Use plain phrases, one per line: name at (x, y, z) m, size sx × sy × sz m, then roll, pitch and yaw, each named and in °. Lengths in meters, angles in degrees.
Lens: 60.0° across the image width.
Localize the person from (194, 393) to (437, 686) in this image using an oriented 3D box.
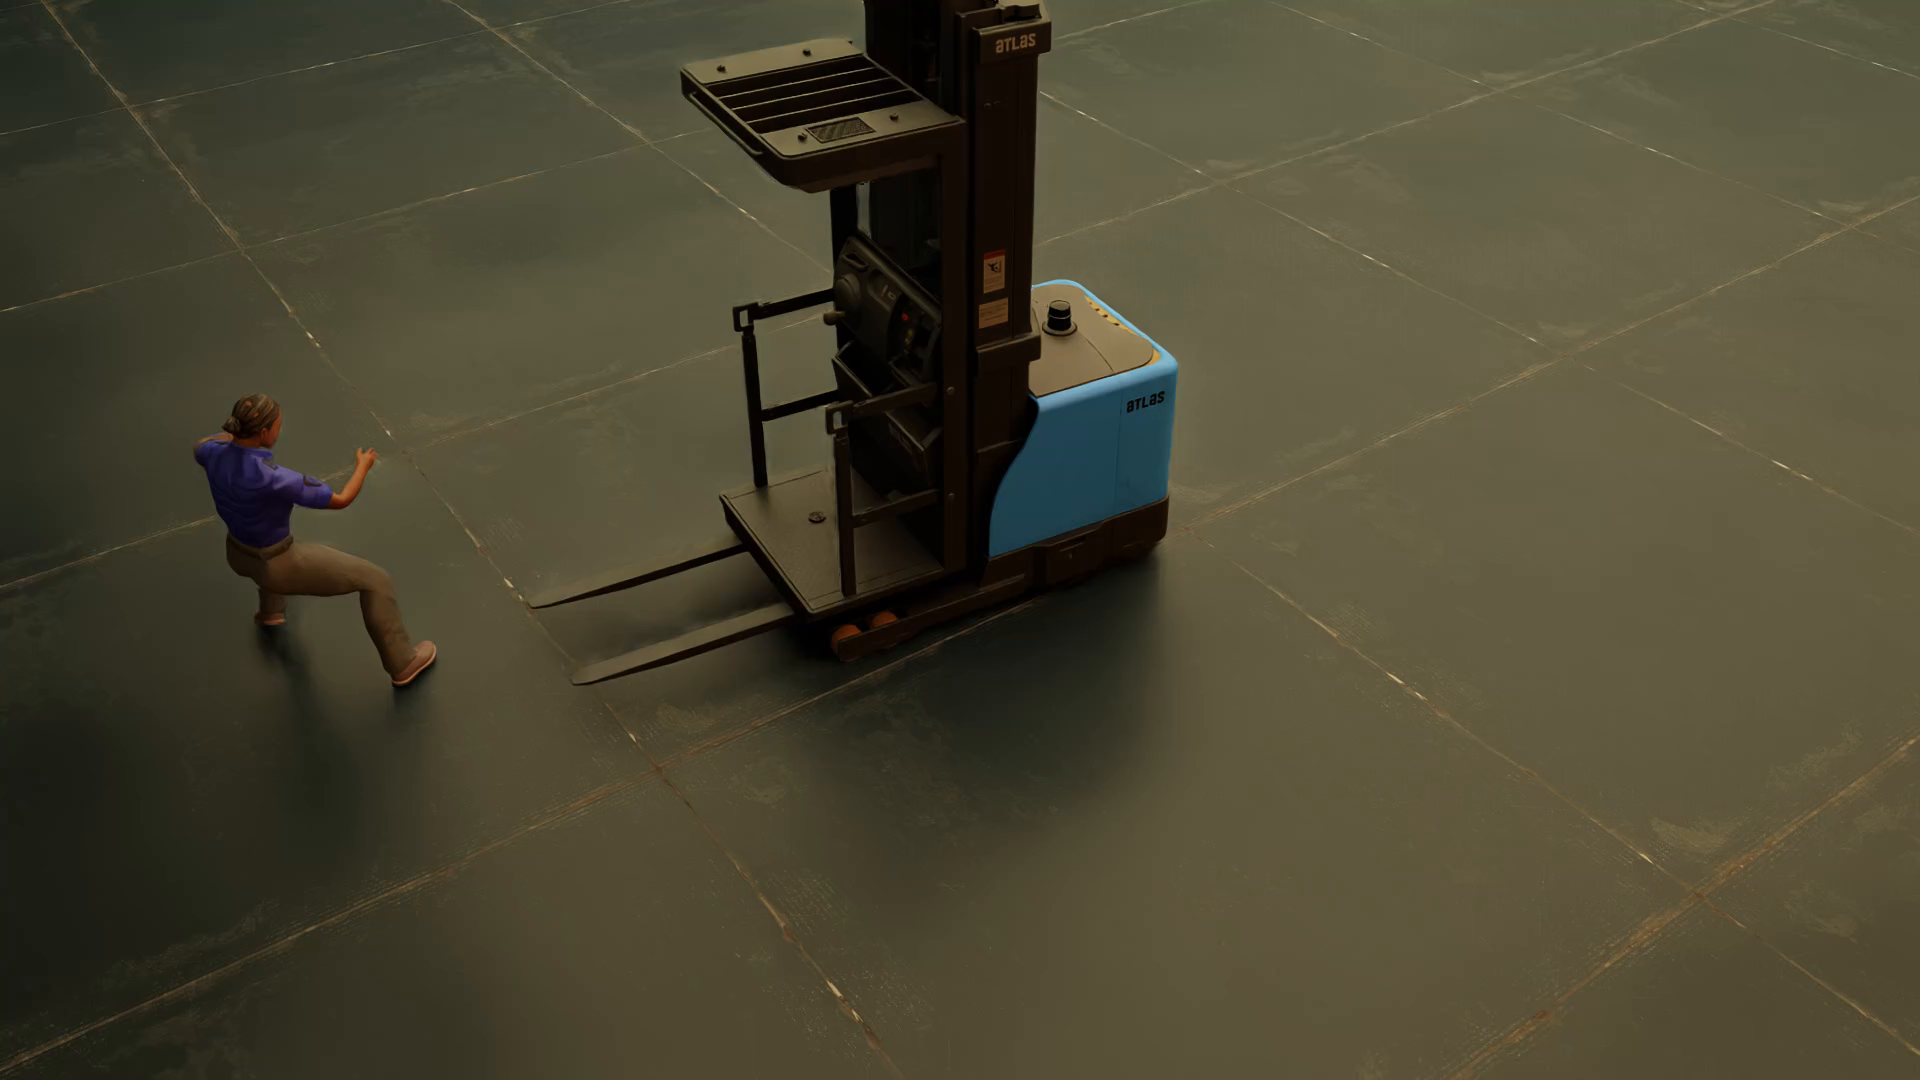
person at (-2.881, -0.080, 7.315) m, size 0.965 × 1.431 × 0.689 m, roll 20°, pitch 41°, yaw 25°

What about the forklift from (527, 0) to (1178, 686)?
forklift at (-0.507, -0.980, 7.270) m, size 3.031 × 2.935 × 1.130 m, roll -18°, pitch 40°, yaw -23°
